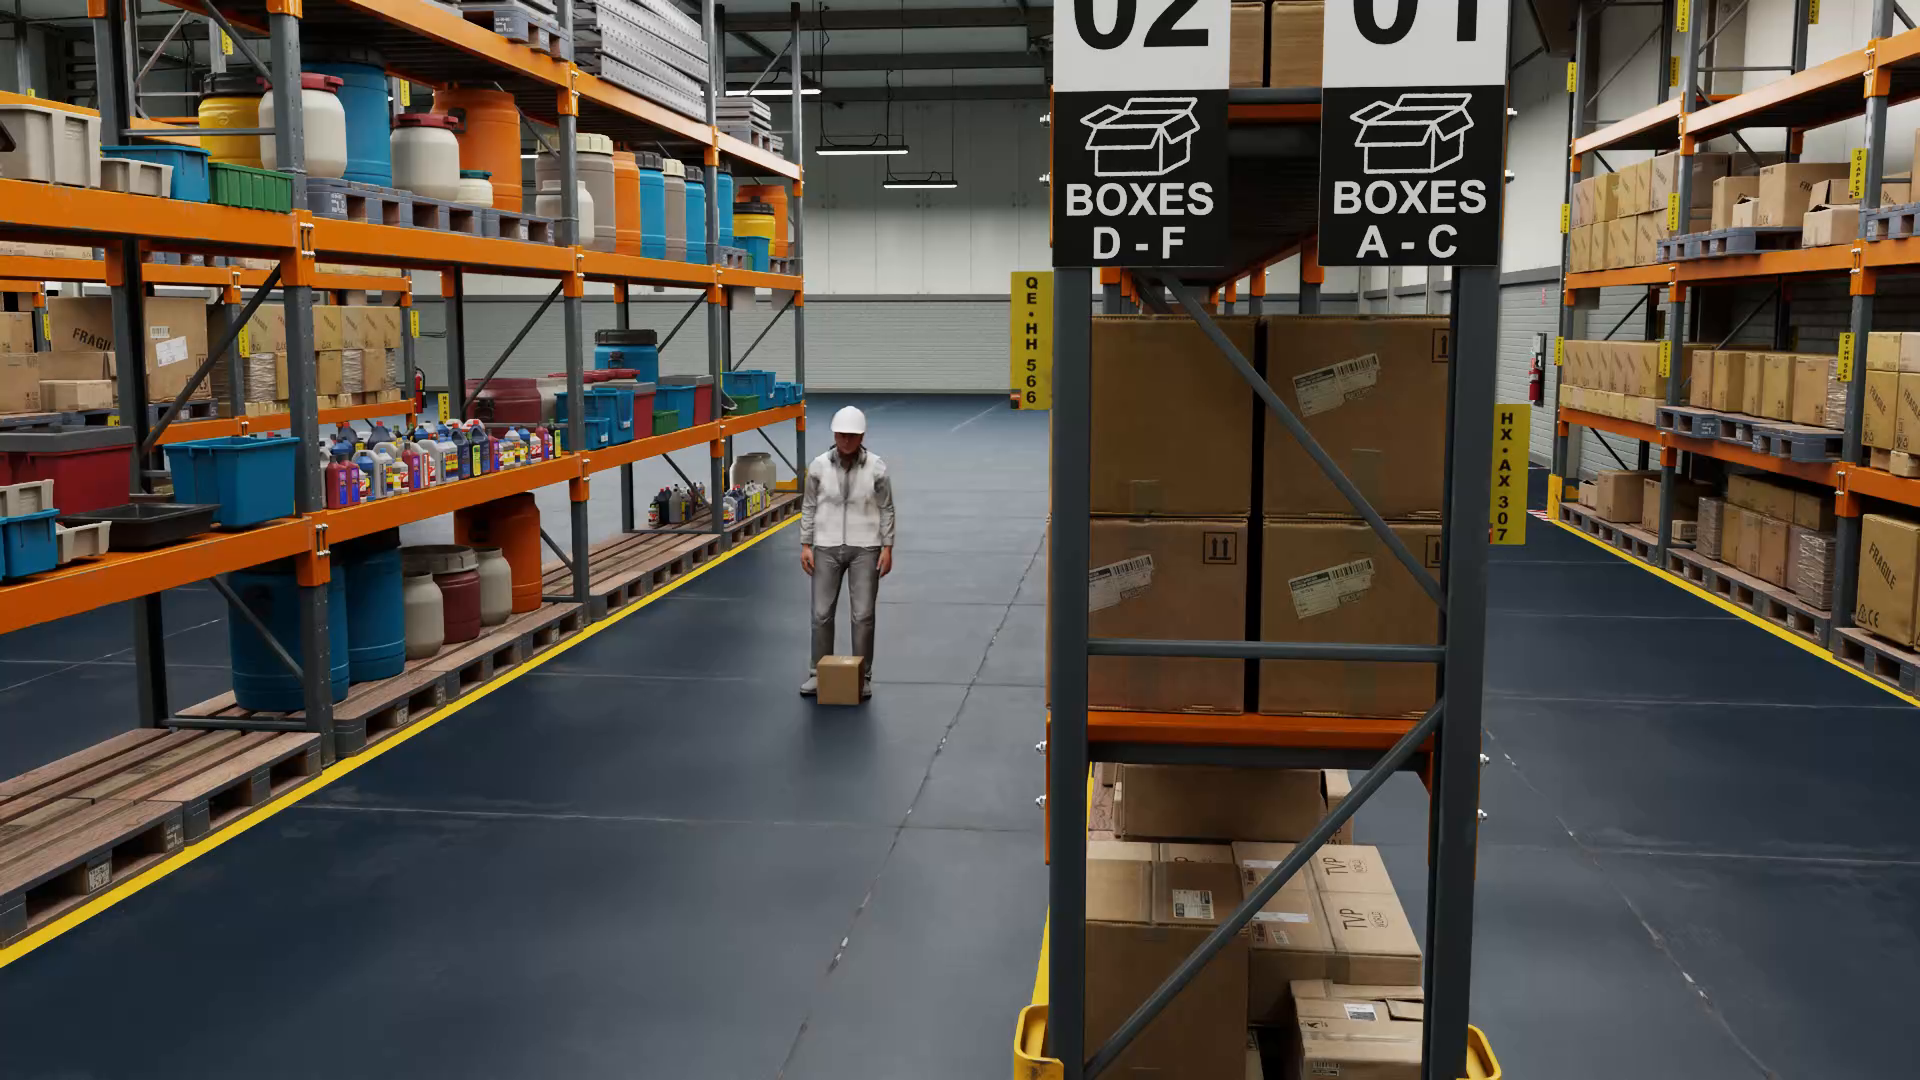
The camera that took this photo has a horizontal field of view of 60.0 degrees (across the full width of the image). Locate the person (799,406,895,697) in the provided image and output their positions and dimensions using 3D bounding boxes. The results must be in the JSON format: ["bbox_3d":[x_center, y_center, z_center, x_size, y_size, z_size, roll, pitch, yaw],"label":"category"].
[{"bbox_3d":[-0.694,0.062,10.222,0.586,1.770,0.476,0,8,3],"label":"person"}]
